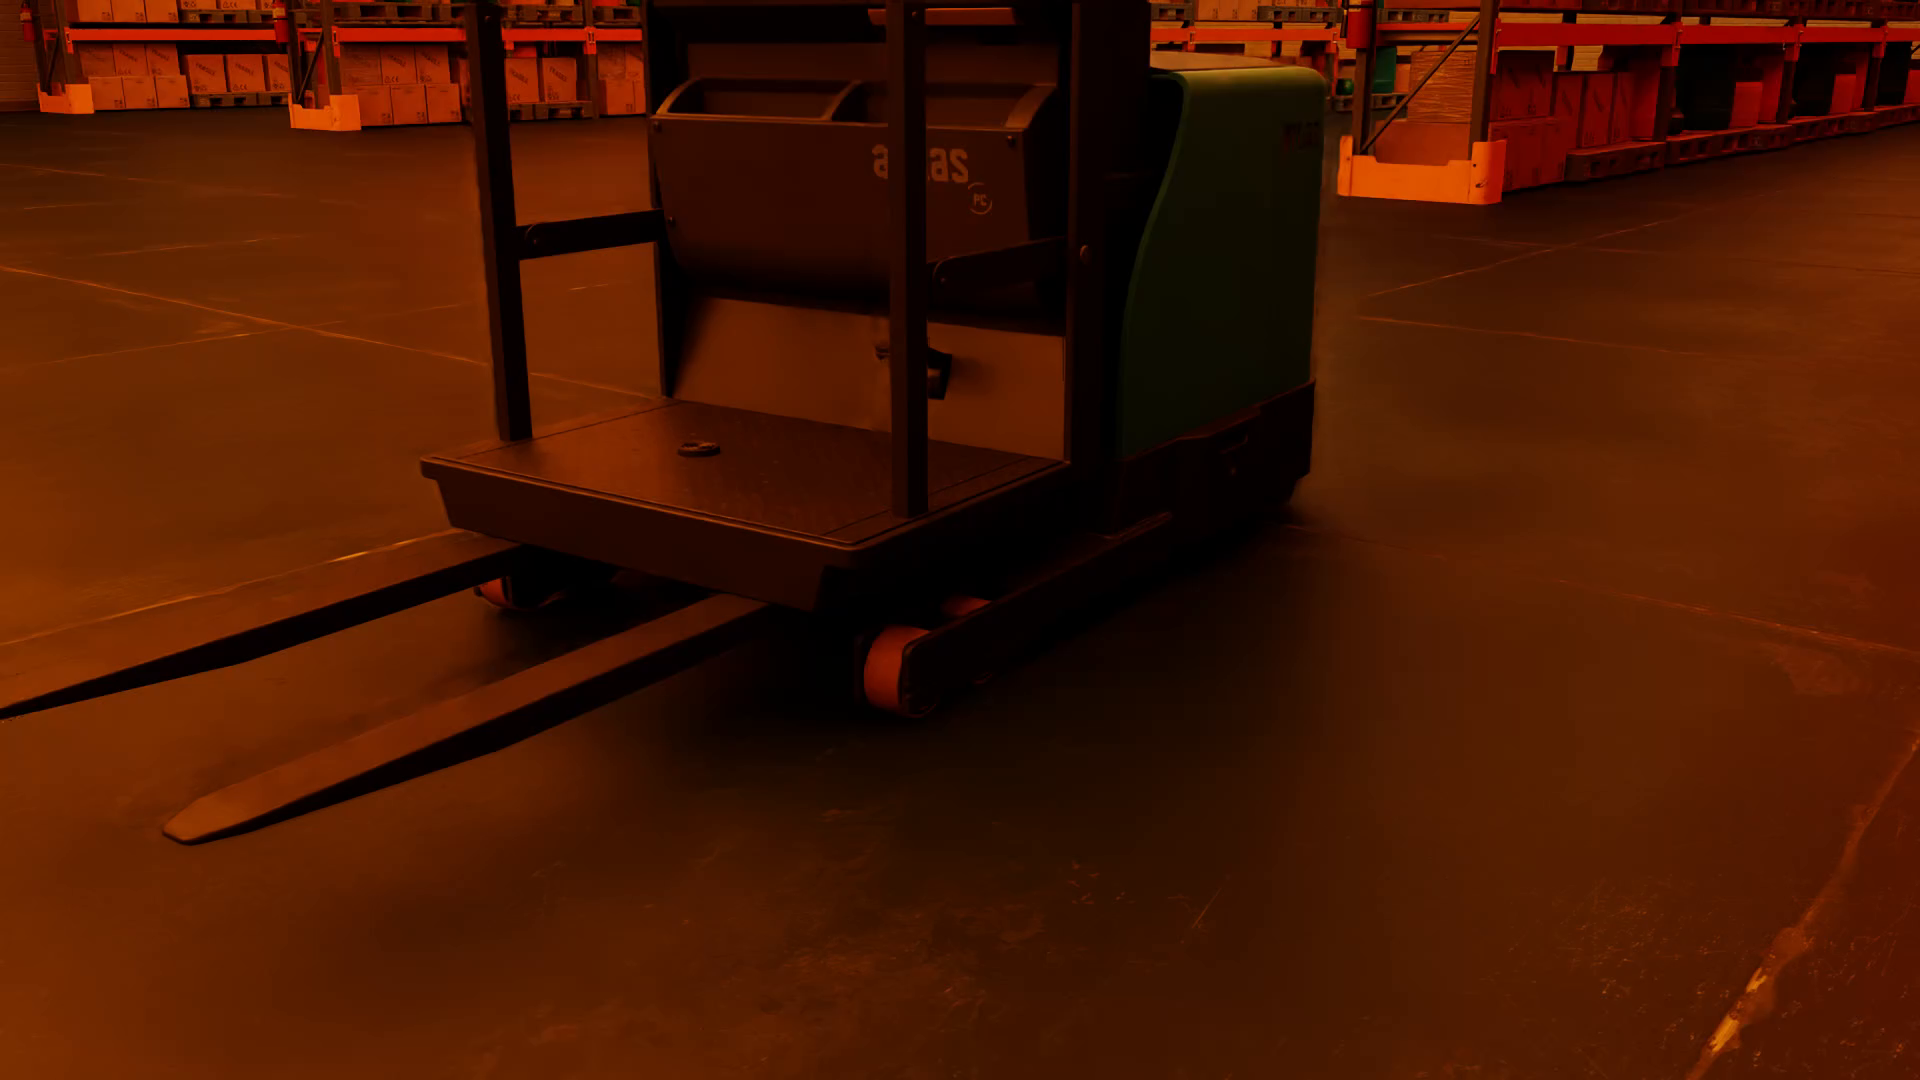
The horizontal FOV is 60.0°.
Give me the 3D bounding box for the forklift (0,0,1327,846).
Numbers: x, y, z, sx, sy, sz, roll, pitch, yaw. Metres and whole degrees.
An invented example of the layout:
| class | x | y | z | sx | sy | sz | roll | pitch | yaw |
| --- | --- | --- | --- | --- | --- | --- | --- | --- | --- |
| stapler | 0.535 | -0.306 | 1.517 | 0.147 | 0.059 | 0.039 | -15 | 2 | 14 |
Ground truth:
| class | x | y | z | sx | sy | sz | roll | pitch | yaw |
| --- | --- | --- | --- | --- | --- | --- | --- | --- | --- |
| forklift | -0.346 | -1.246 | 3.001 | 1.130 | 2.935 | 3.031 | 11 | 20 | 33 |
